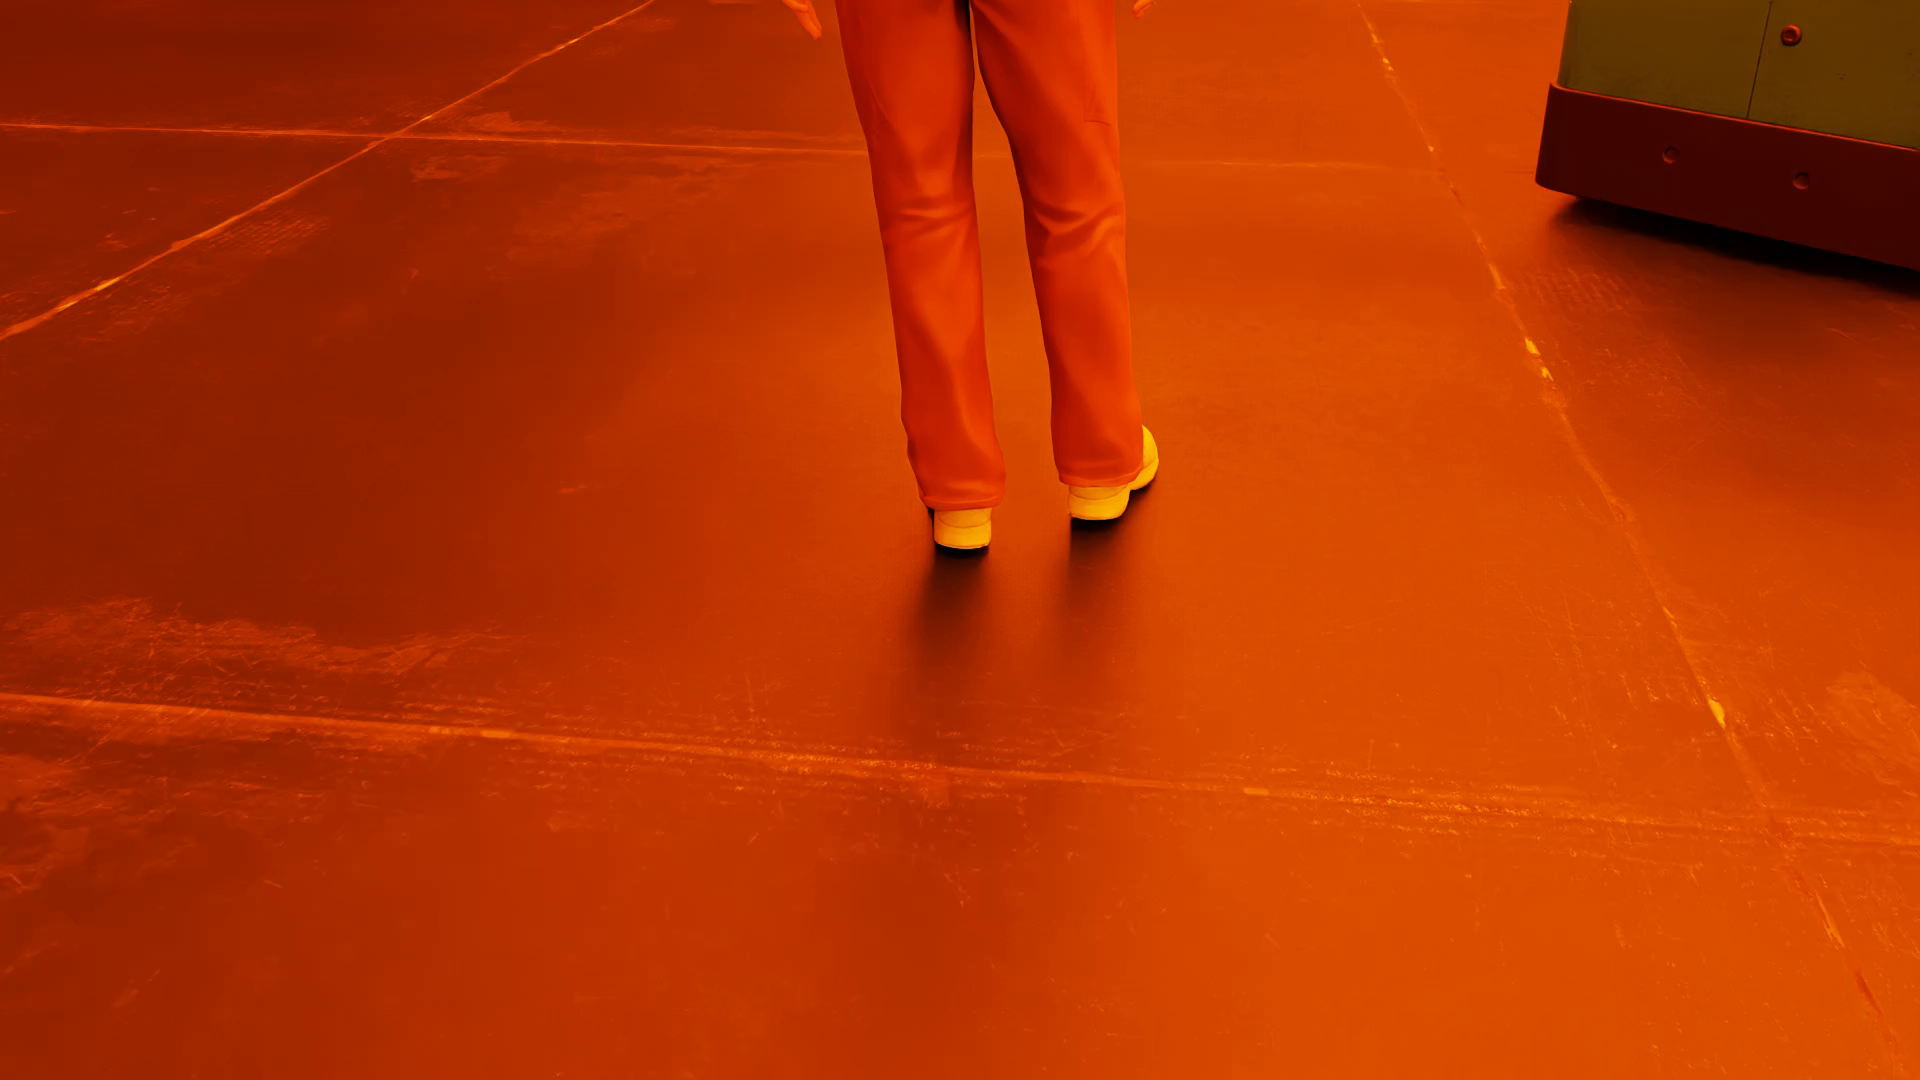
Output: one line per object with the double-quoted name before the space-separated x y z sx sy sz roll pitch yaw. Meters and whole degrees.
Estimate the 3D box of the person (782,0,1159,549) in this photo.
"person" 0.023 -0.783 2.200 0.553 1.654 0.528 3 27 7

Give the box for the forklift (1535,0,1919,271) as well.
"forklift" 2.869 -2.390 4.008 3.031 2.935 1.130 -21 33 -36
